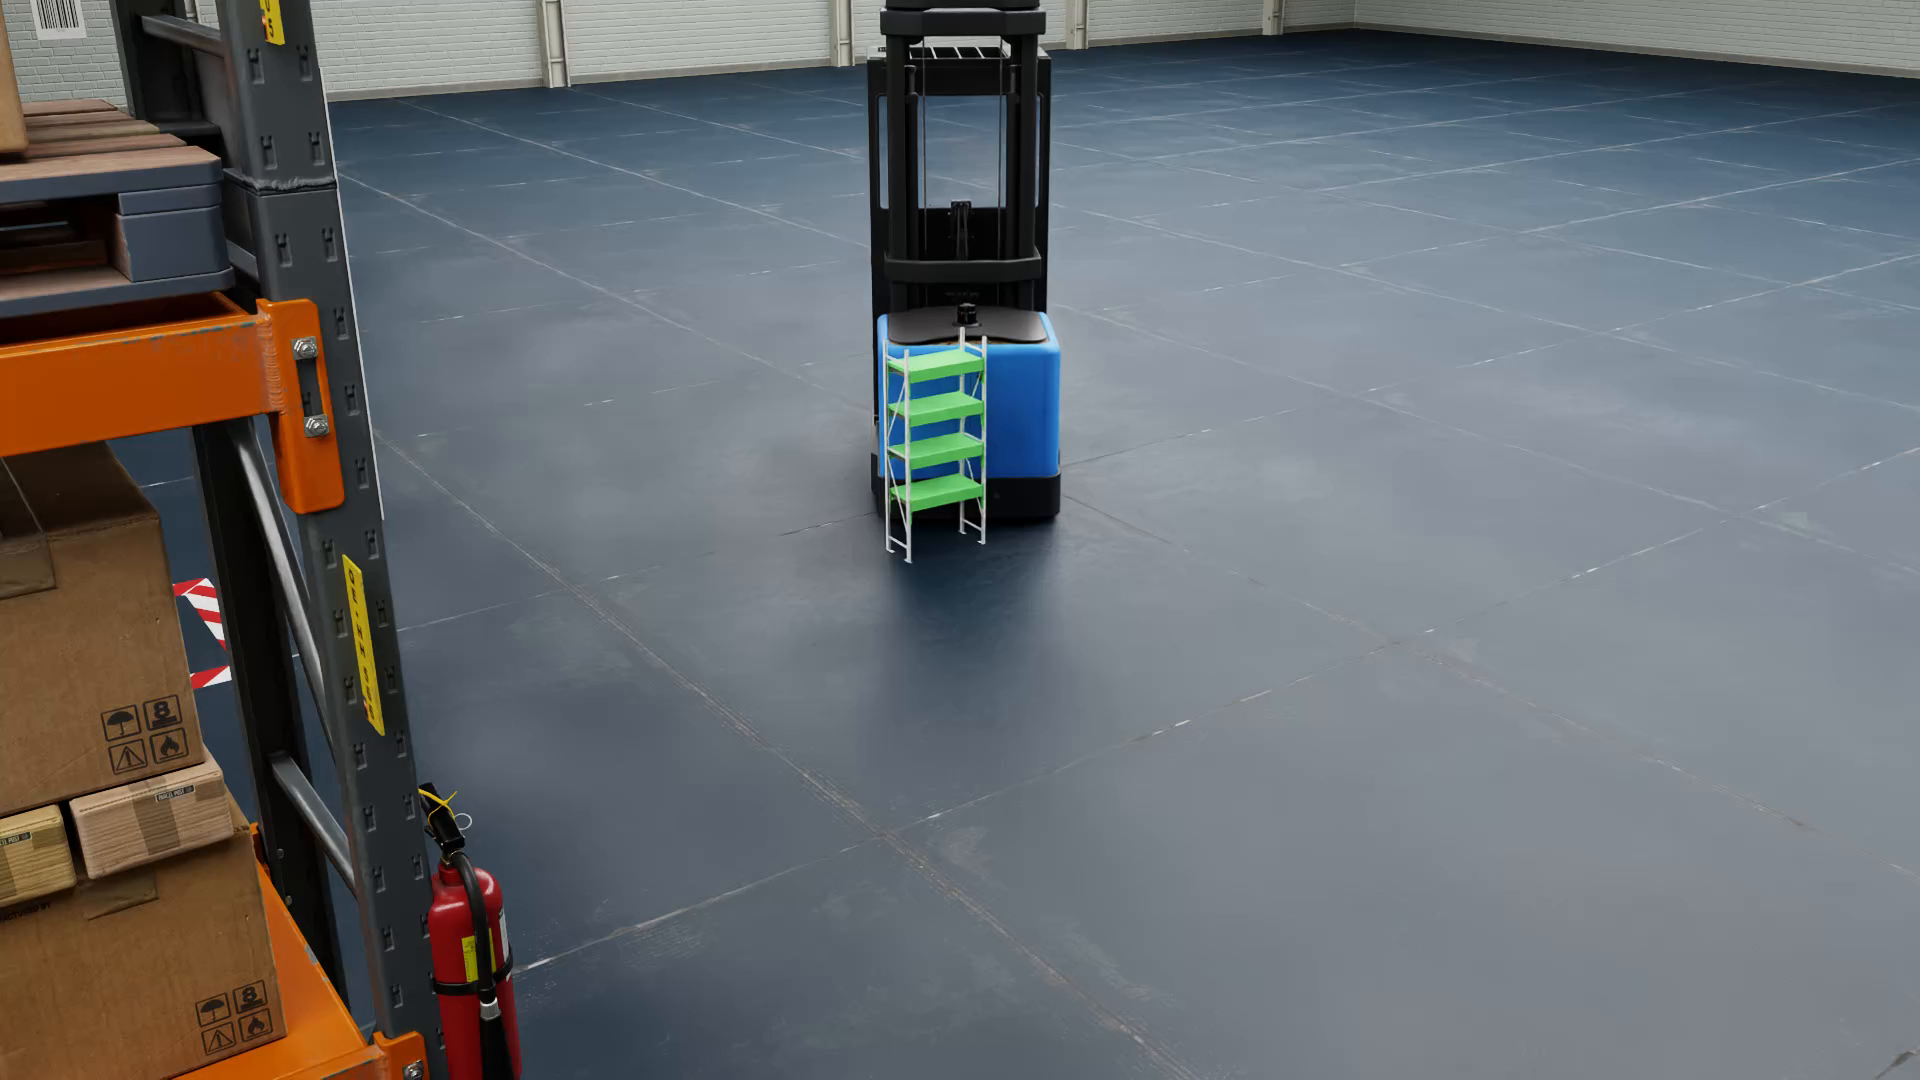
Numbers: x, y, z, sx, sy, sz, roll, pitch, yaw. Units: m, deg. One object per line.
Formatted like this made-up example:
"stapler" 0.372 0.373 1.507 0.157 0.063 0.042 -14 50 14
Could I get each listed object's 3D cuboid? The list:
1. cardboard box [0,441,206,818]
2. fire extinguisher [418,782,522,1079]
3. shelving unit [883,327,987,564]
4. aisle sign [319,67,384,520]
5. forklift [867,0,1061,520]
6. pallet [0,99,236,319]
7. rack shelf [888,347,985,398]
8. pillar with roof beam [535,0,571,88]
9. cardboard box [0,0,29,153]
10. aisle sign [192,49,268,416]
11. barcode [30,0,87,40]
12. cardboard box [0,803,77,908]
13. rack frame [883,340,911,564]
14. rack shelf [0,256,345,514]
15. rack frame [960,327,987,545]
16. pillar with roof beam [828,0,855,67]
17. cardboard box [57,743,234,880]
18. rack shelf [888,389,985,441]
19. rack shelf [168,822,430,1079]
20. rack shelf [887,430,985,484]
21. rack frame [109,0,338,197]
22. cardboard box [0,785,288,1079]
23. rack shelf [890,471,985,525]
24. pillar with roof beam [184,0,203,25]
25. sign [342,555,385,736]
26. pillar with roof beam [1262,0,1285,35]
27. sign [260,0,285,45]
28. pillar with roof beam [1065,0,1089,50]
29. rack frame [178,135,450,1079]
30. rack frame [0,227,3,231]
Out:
"cardboard box" -1.808 0.132 3.133 0.500 0.500 0.700 -15 26 -33
"fire extinguisher" -1.011 0.822 3.393 0.183 0.674 0.296 -15 26 -33
"shelving unit" -0.133 -0.516 9.071 0.503 1.200 0.258 -14 25 -30
"aisle sign" -1.154 -0.461 2.997 0.004 0.787 0.394 -15 26 -33
"forklift" -0.018 -1.978 10.399 1.130 2.935 3.031 -1 22 -3
"pallet" -1.968 -0.535 2.761 1.213 0.211 1.003 -15 26 -33
"rack shelf" -0.133 -0.903 8.917 0.480 0.148 0.258 -14 25 -30
"pillar with roof beam" -4.687 -10.992 24.800 0.400 9.000 9.100 -15 26 -33
"cardboard box" -1.847 -0.906 2.677 0.637 0.503 0.797 -13 25 -29
"aisle sign" -1.504 -0.642 3.449 0.004 0.787 0.394 -15 26 -33
"barcode" -1.342 -0.780 2.474 0.075 0.075 0.001 -15 26 -33
"cardboard box" -1.789 0.522 3.032 0.250 0.149 0.380 -14 26 -32
"rack frame" -0.338 -0.467 8.947 0.015 1.200 0.240 -14 25 -30
"rack shelf" -3.002 0.046 2.157 4.000 0.370 1.077 -15 26 -33
"rack frame" 0.071 -0.566 9.195 0.015 1.200 0.240 -14 25 -30
"pillar with roof beam" 0.183 -12.291 28.055 0.400 9.000 9.100 -15 26 -33
"cardboard box" -1.577 0.465 3.175 0.250 0.149 0.380 -15 26 -34
"rack shelf" -0.133 -0.680 9.006 0.480 0.148 0.258 -14 25 -30
"rack shelf" -3.002 1.439 2.713 4.000 0.370 1.077 -15 26 -33
"rack shelf" -0.133 -0.457 9.095 0.480 0.148 0.258 -14 25 -30
"rack frame" -1.379 -2.114 2.553 0.127 3.000 1.000 -15 26 -33
"cardboard box" -1.765 0.723 3.402 0.500 0.500 0.700 -15 26 -33
"rack shelf" -0.133 -0.234 9.184 0.480 0.148 0.258 -14 25 -30
"pillar with roof beam" -9.557 -9.693 21.546 0.400 9.000 9.100 -15 26 -33
"sign" -1.073 0.191 2.989 0.005 0.325 0.100 -15 26 -33
"pillar with roof beam" 9.924 -14.888 34.564 0.400 9.000 9.100 -15 26 -33
"sign" -1.073 -0.929 2.543 0.005 0.325 0.100 -15 26 -33
"pillar with roof beam" 5.054 -13.589 31.310 0.400 9.000 9.100 -15 26 -33
"rack frame" -1.379 0.672 3.665 0.127 3.000 1.000 -15 26 -33
"rack frame" -4.268 -0.819 7.401 0.127 3.000 1.000 -15 26 -33
